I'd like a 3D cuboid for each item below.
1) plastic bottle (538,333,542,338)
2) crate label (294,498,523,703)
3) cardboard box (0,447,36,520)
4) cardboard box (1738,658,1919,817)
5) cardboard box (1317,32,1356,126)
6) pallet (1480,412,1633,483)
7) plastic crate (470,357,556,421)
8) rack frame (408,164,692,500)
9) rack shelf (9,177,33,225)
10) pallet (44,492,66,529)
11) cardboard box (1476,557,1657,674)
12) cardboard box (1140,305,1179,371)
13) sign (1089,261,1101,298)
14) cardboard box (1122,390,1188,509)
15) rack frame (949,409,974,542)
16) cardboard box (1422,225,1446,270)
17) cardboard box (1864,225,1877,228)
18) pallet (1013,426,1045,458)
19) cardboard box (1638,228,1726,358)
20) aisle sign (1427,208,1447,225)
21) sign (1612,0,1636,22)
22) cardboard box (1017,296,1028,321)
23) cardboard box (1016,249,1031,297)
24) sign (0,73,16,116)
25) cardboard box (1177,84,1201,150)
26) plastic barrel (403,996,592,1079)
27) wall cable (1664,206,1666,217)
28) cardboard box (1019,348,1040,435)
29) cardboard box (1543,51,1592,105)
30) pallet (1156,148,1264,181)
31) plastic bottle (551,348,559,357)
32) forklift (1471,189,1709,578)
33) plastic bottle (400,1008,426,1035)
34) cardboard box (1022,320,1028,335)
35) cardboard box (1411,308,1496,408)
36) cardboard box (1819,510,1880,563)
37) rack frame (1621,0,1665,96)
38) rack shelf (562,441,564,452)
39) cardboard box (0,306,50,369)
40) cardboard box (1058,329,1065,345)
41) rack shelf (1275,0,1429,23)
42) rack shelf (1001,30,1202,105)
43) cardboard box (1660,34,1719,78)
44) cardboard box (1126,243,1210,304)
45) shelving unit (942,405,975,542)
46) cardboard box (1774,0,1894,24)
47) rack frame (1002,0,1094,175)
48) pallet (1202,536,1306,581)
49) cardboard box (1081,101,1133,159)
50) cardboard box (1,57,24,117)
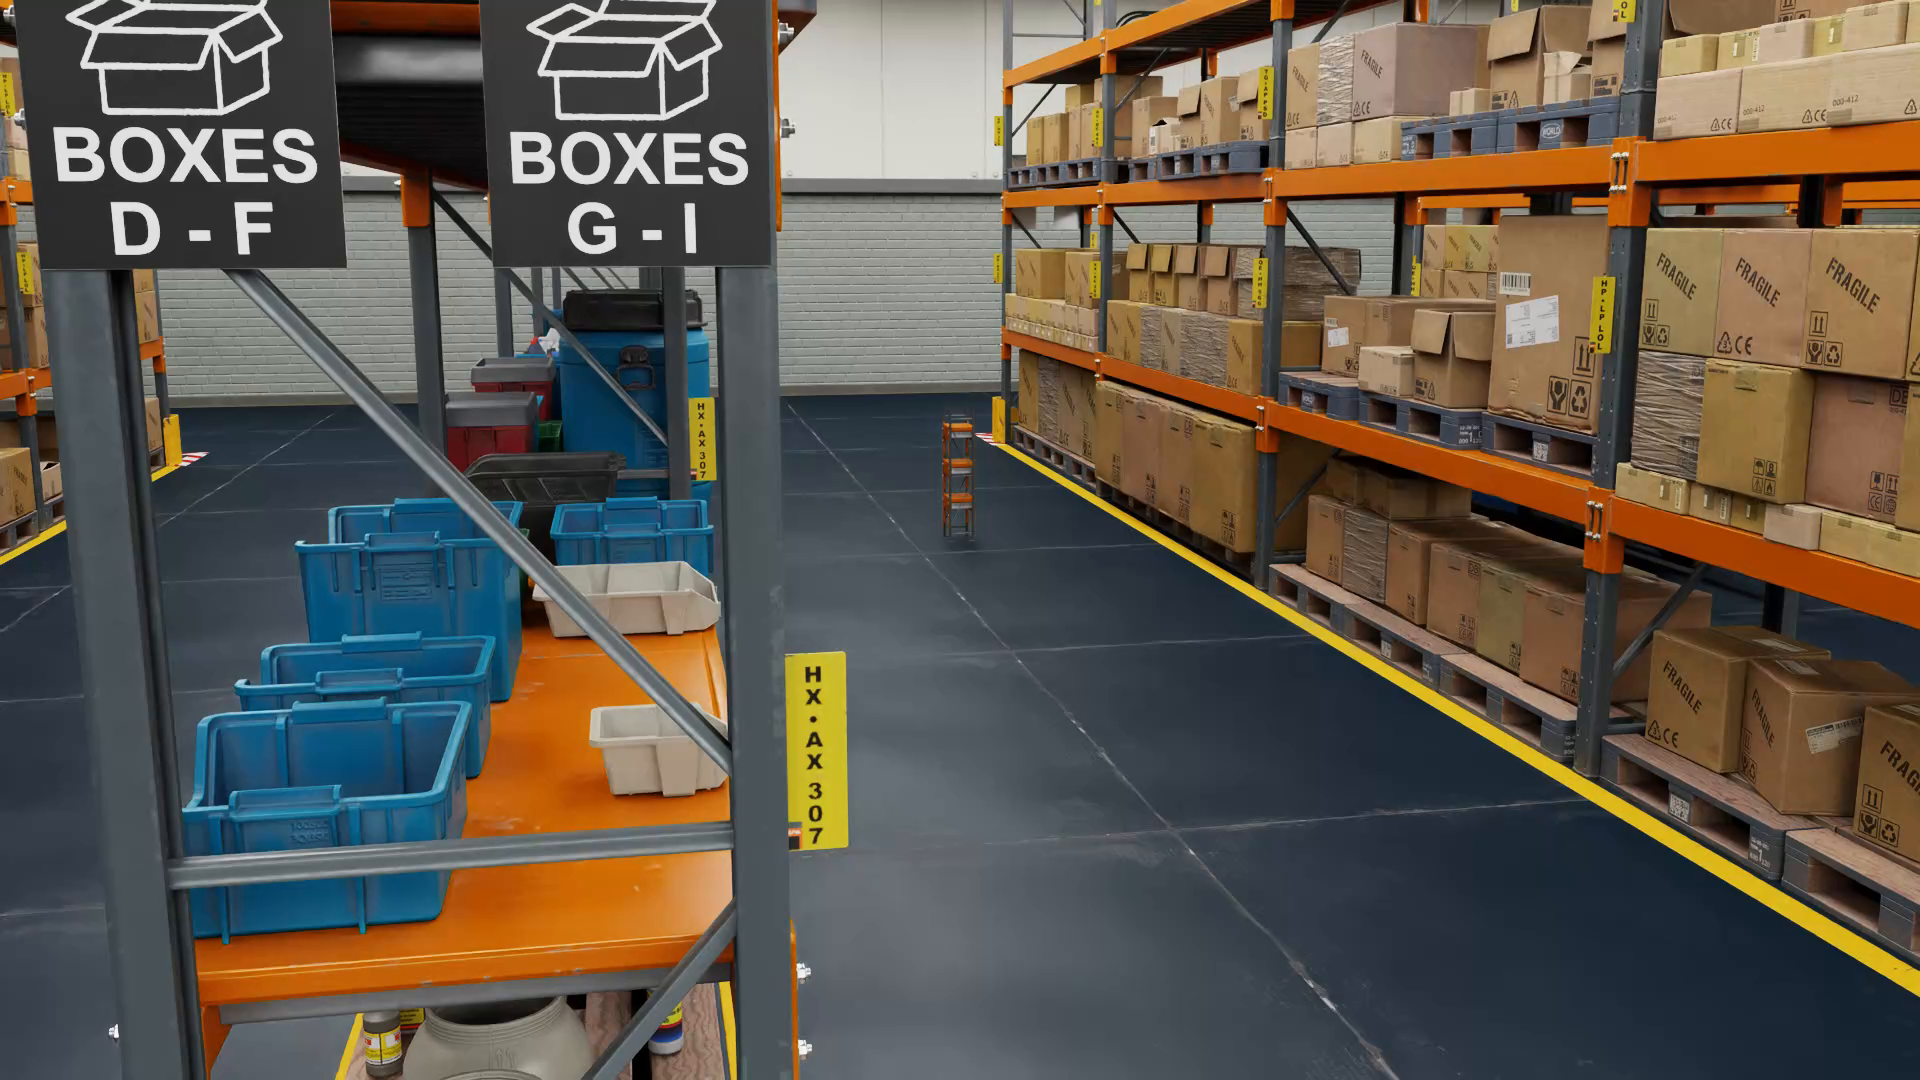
[{"bbox_3d":[-3.426,-1.542,13.590,0.061,0.283,0.133,-2,11,-11],"label":"plastic bottle"},{"bbox_3d":[-1.394,0.149,4.298,0.502,0.435,0.616,-2,11,-11],"label":"crate label"},{"bbox_3d":[-7.587,-0.436,12.972,0.500,0.500,0.500,-2,11,-11],"label":"cardboard box"},{"bbox_3d":[3.467,0.781,6.631,0.500,0.500,0.500,1,11,7],"label":"cardboard box"},{"bbox_3d":[2.466,-2.733,9.907,0.500,0.500,0.500,-2,11,-11],"label":"cardboard box"},{"bbox_3d":[3.304,-0.471,8.162,1.003,0.211,1.213,-2,11,-11],"label":"pallet"},{"bbox_3d":[-2.313,-0.697,8.667,0.402,0.464,0.583,-2,11,-11],"label":"plastic crate"},{"bbox_3d":[-1.549,-0.240,6.434,1.000,3.000,0.127,-2,11,-11],"label":"rack frame"},{"bbox_3d":[-8.353,-3.015,14.914,1.077,0.370,4.000,-2,11,-11],"label":"rack shelf"},{"bbox_3d":[-8.097,-0.284,14.123,1.003,0.211,1.213,-2,11,-11],"label":"pallet"},{"bbox_3d":[3.137,0.390,8.632,0.700,0.500,0.500,-2,11,-11],"label":"cardboard box"},{"bbox_3d":[1.793,-1.659,13.622,0.500,0.500,0.500,-2,11,-12],"label":"cardboard box"},{"bbox_3d":[1.209,-2.331,14.893,0.100,0.325,0.005,-2,11,-11],"label":"sign"},{"bbox_3d":[2.072,-0.769,13.775,1.225,0.875,0.875,-3,11,-13],"label":"cardboard box"},{"bbox_3d":[0.013,-0.503,13.032,0.200,1.050,0.008,-2,11,-11],"label":"rack frame"},{"bbox_3d":[5.687,-3.377,19.180,0.500,0.500,0.500,-2,11,-11],"label":"cardboard box"},{"bbox_3d":[10.724,-3.574,19.274,0.380,0.149,0.250,-2,11,-10],"label":"cardboard box"},{"bbox_3d":[1.208,-1.107,18.449,1.003,0.211,1.213,-2,11,-11],"label":"pallet"},{"bbox_3d":[3.148,-1.015,6.767,0.500,0.500,0.500,-2,11,-11],"label":"cardboard box"},{"bbox_3d":[5.552,-4.062,19.564,0.394,0.787,0.004,-2,11,-11],"label":"aisle sign"},{"bbox_3d":[2.766,-2.320,6.905,0.100,0.325,0.005,-2,11,-11],"label":"sign"},{"bbox_3d":[0.912,-2.500,17.916,0.500,0.250,0.500,-2,11,-12],"label":"cardboard box"},{"bbox_3d":[0.901,-2.872,17.864,0.500,0.500,0.500,-2,11,-12],"label":"cardboard box"},{"bbox_3d":[-7.421,-3.469,12.944,0.100,0.325,0.005,-2,11,-11],"label":"sign"},{"bbox_3d":[2.113,-3.258,12.870,0.797,0.503,0.637,-2,11,-12],"label":"cardboard box"},{"bbox_3d":[-1.071,1.300,3.875,0.421,0.512,0.421,0,11,0],"label":"plastic barrel"},{"bbox_3d":[10.966,-4.567,26.453,0.588,1.984,0.122,-2,11,-11],"label":"wall cable"},{"bbox_3d":[1.179,-1.669,18.501,0.875,0.875,0.875,-2,11,-11],"label":"cardboard box"},{"bbox_3d":[3.029,-2.202,7.960,0.396,0.266,0.258,-2,11,-9],"label":"cardboard box"},{"bbox_3d":[2.134,-2.855,12.659,1.003,0.211,1.213,-2,11,-8],"label":"pallet"},{"bbox_3d":[-2.988,-1.280,12.243,0.097,0.271,0.097,0,11,0],"label":"plastic bottle"},{"bbox_3d":[4.803,-1.270,12.032,1.130,2.935,3.031,-2,11,-12],"label":"forklift"},{"bbox_3d":[-1.580,1.248,4.727,0.152,0.276,0.135,-2,11,-11],"label":"plastic bottle"},{"bbox_3d":[0.874,-2.279,17.817,0.380,0.149,0.250,-2,11,-12],"label":"cardboard box"},{"bbox_3d":[2.882,-0.991,8.984,0.797,0.503,0.637,-1,11,-5],"label":"cardboard box"},{"bbox_3d":[3.324,-0.018,5.939,0.380,0.149,0.250,-2,11,-11],"label":"cardboard box"},{"bbox_3d":[3.309,-3.367,6.819,1.000,3.000,0.127,-2,11,-11],"label":"rack frame"},{"bbox_3d":[-1.938,-0.253,8.428,1.077,0.370,4.000,-2,11,-11],"label":"rack shelf"},{"bbox_3d":[-7.796,-1.680,13.734,0.500,0.500,0.500,-2,11,-10],"label":"cardboard box"},{"bbox_3d":[1.172,-1.996,16.335,0.380,0.149,0.250,-2,11,-10],"label":"cardboard box"},{"bbox_3d":[2.920,-3.184,8.851,1.077,0.370,4.000,-2,11,-11],"label":"rack shelf"},{"bbox_3d":[1.365,-4.651,16.560,1.077,0.370,4.000,-2,11,-11],"label":"rack shelf"},{"bbox_3d":[3.070,-1.945,6.704,0.380,0.149,0.250,-2,11,-13],"label":"cardboard box"},{"bbox_3d":[1.886,-2.312,14.372,0.797,0.503,0.637,-2,11,-12],"label":"cardboard box"},{"bbox_3d":[-0.010,-0.526,13.150,0.215,1.050,0.252,-2,11,-11],"label":"shelving unit"},{"bbox_3d":[3.647,-2.261,6.631,0.500,0.500,0.500,-2,11,-13],"label":"cardboard box"},{"bbox_3d":[0.976,-5.568,18.383,1.000,3.000,0.127,-2,11,-11],"label":"rack frame"},{"bbox_3d":[2.452,0.069,12.269,1.003,0.211,1.213,-2,11,-11],"label":"pallet"},{"bbox_3d":[1.542,-3.807,15.493,0.700,0.500,0.500,-3,11,-14],"label":"cardboard box"},{"bbox_3d":[-8.055,-3.726,13.787,0.700,0.500,0.500,-2,11,-11],"label":"cardboard box"}]
